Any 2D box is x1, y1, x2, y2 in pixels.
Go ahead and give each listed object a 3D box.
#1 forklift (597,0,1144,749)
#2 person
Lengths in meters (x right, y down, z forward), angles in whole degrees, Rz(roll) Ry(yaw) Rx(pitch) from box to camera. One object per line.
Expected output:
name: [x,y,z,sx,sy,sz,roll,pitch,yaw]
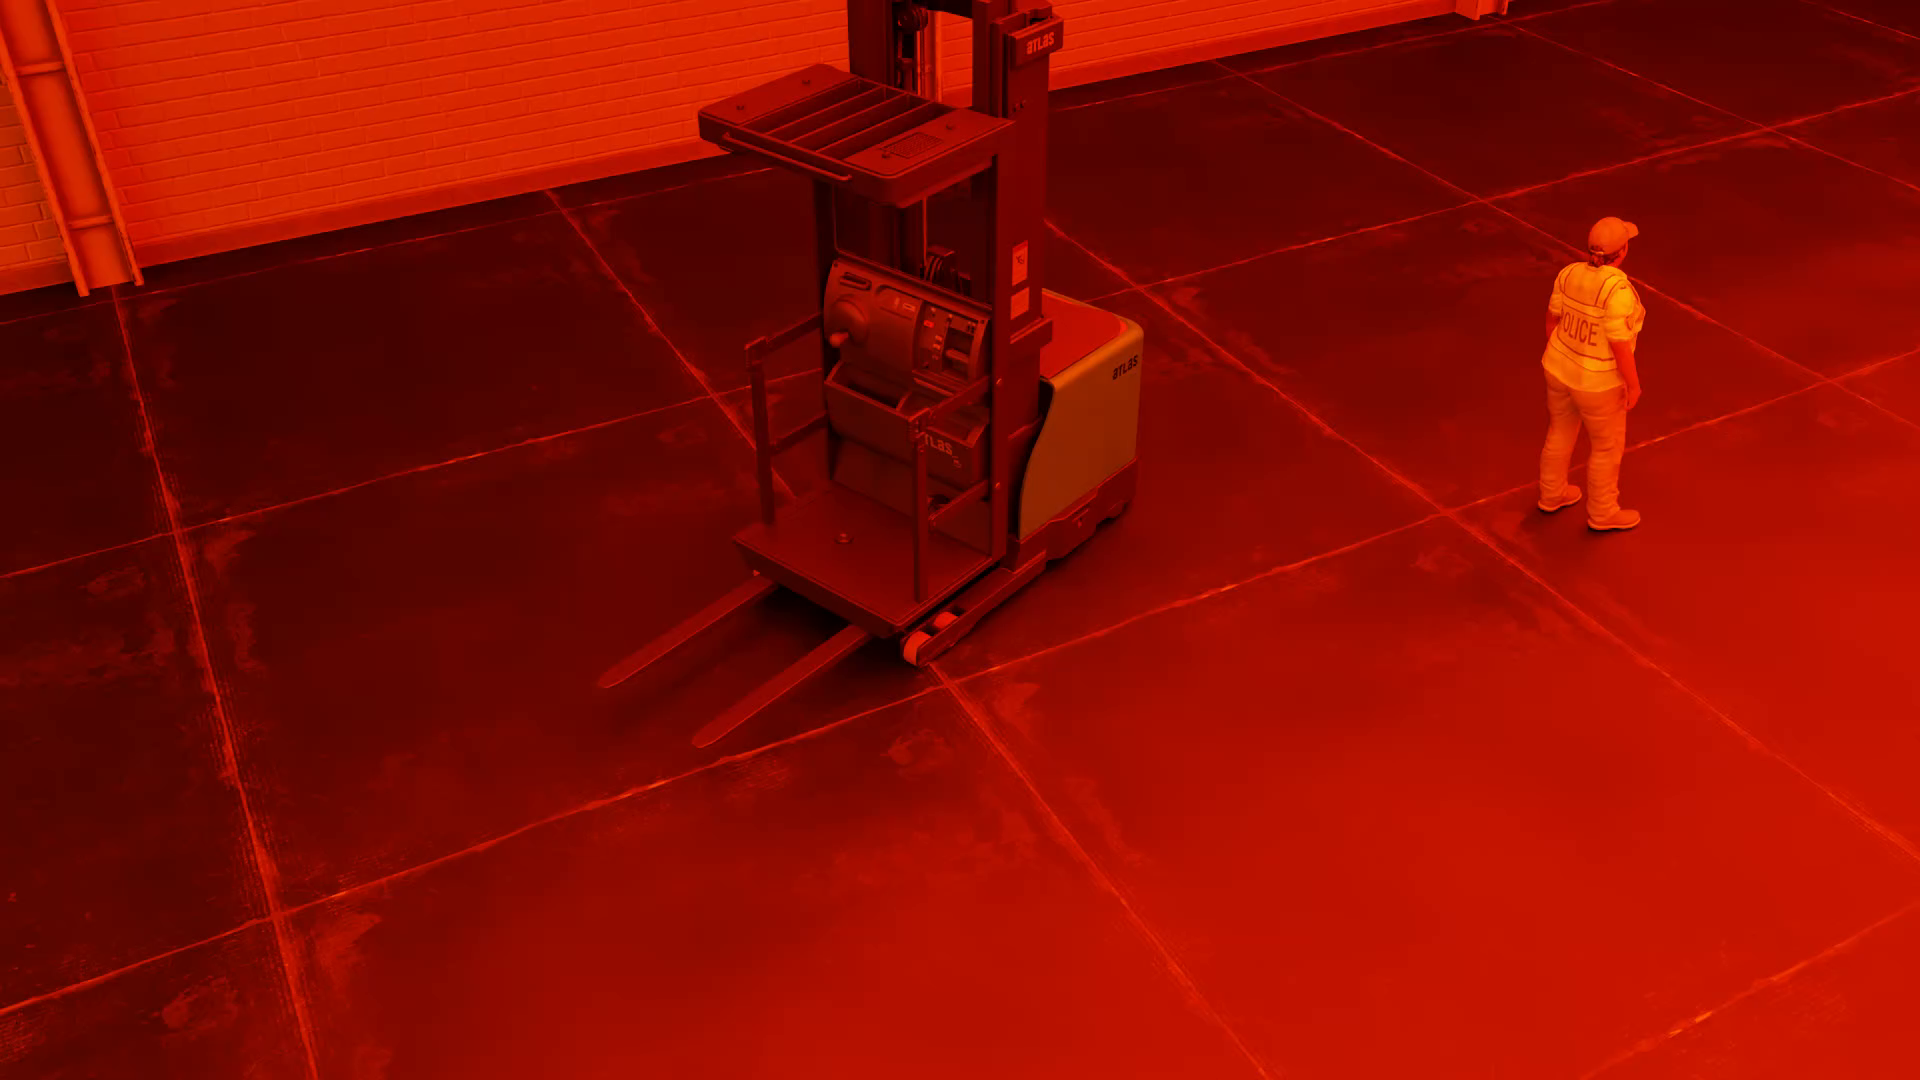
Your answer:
forklift: [-0.390,-0.927,7.434,1.130,2.935,3.031,26,43,31]
person: [3.241,-0.848,8.406,0.529,1.670,0.598,-17,39,-22]
